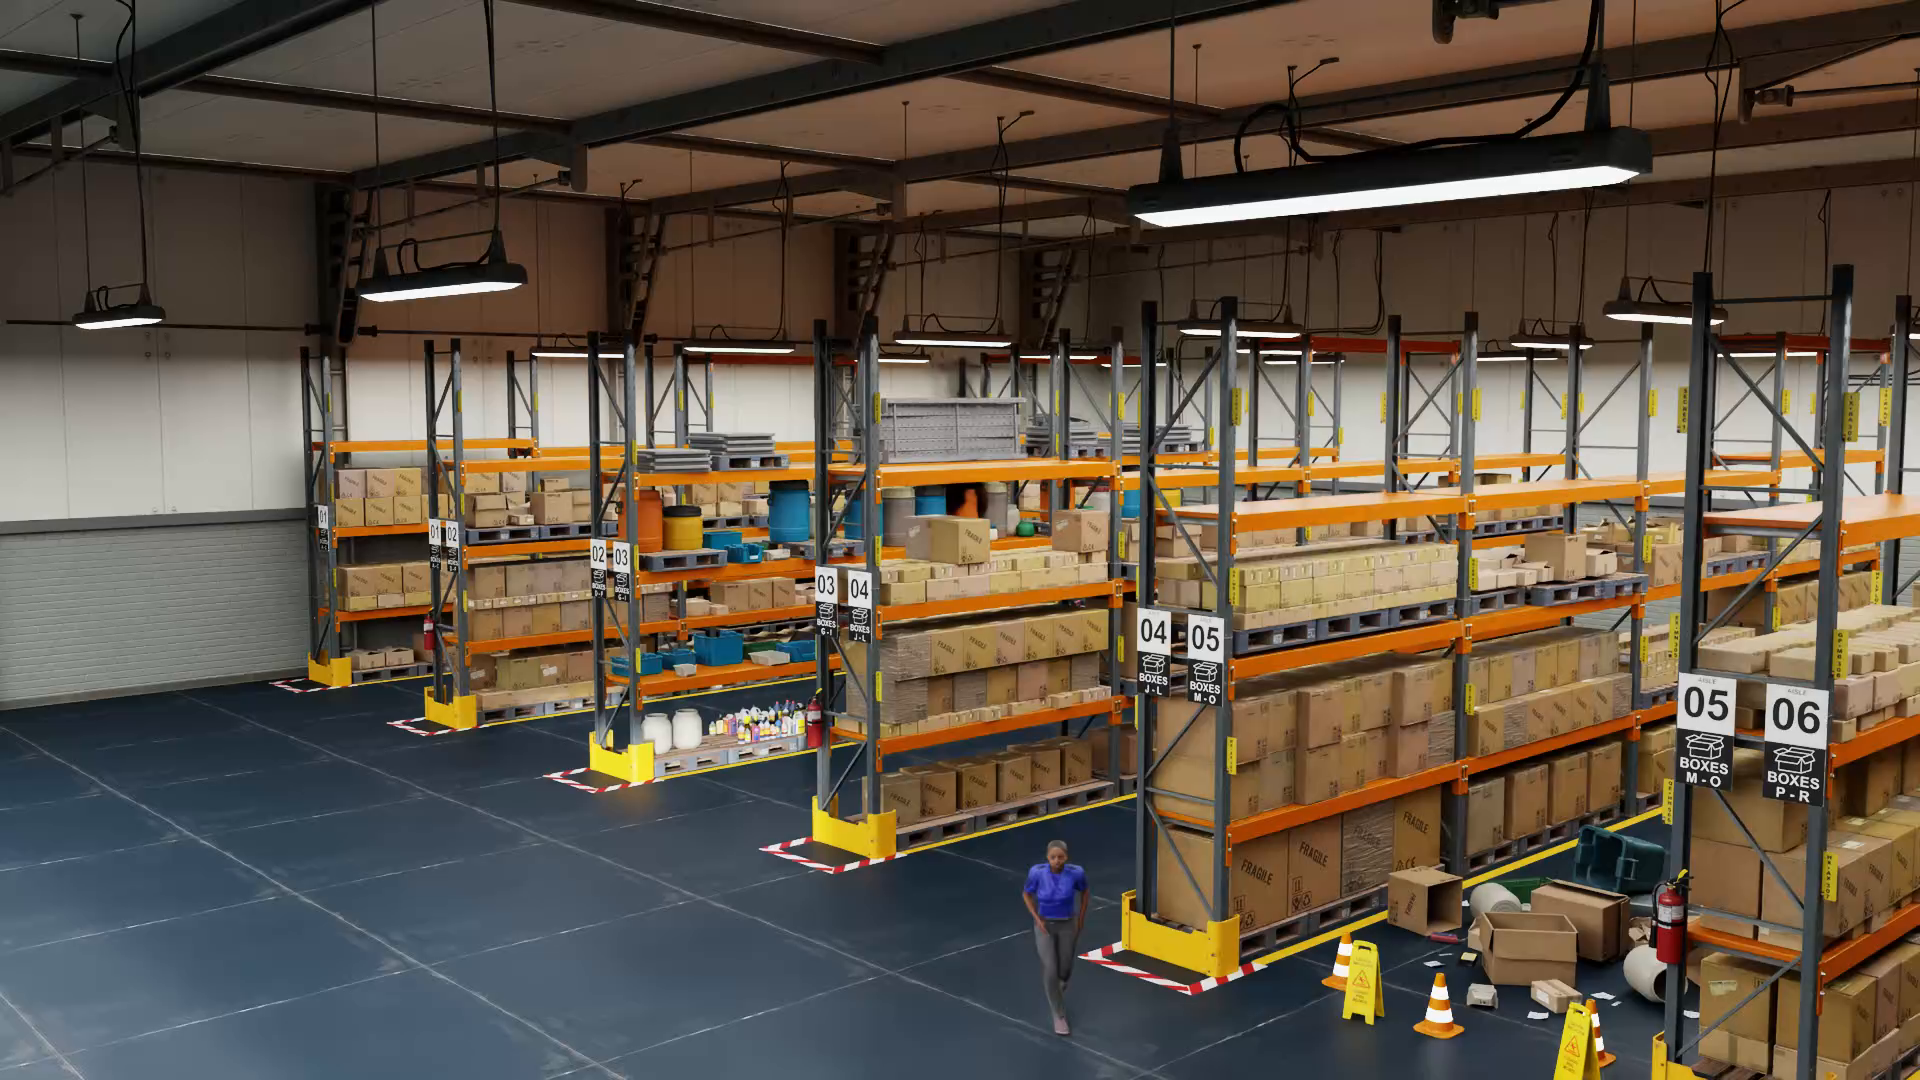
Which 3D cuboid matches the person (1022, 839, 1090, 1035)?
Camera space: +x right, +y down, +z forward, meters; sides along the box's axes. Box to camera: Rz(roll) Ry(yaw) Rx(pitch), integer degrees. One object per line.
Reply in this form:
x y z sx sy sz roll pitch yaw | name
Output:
0.790 3.178 13.664 0.545 1.589 0.731 1 5 6 | person

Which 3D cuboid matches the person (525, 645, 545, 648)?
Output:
-7.397 1.818 28.690 0.584 1.650 0.650 3 6 33 | person

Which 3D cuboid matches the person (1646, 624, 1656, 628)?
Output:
10.518 2.099 25.320 0.600 1.664 0.592 -4 7 -40 | person
